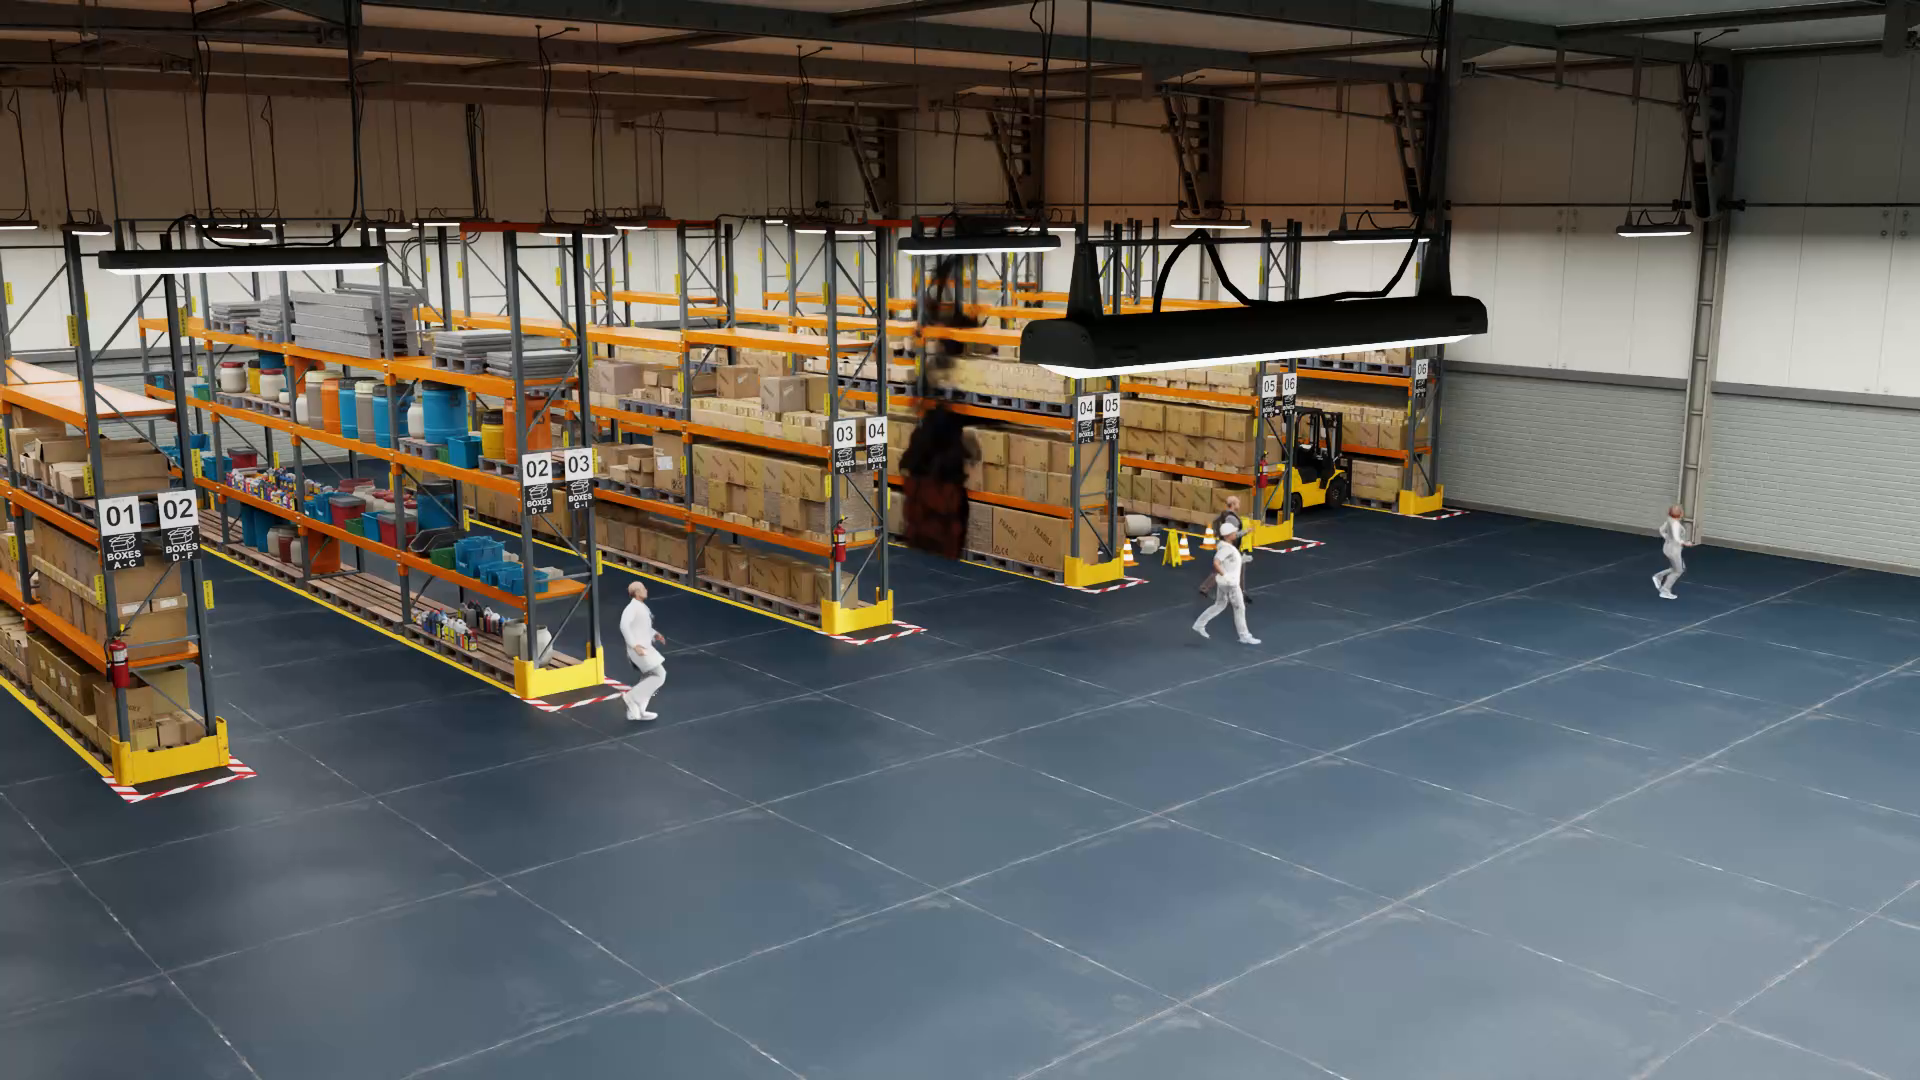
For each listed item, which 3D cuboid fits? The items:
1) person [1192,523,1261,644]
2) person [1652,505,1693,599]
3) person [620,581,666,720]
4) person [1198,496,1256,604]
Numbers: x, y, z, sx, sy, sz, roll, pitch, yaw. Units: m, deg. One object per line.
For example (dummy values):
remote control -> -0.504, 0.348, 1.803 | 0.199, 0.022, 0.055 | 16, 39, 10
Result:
person -> 3.888, 0.622, 24.124 | 0.993, 1.773, 0.682 | 0, 11, -2
person -> 11.587, 0.193, 26.992 | 0.563, 1.554, 0.555 | 3, 12, 13
person -> -3.955, 1.368, 20.754 | 0.563, 1.716, 0.747 | -3, 12, -13
person -> 4.284, 0.162, 26.624 | 0.899, 1.754, 0.634 | 1, 12, 7
